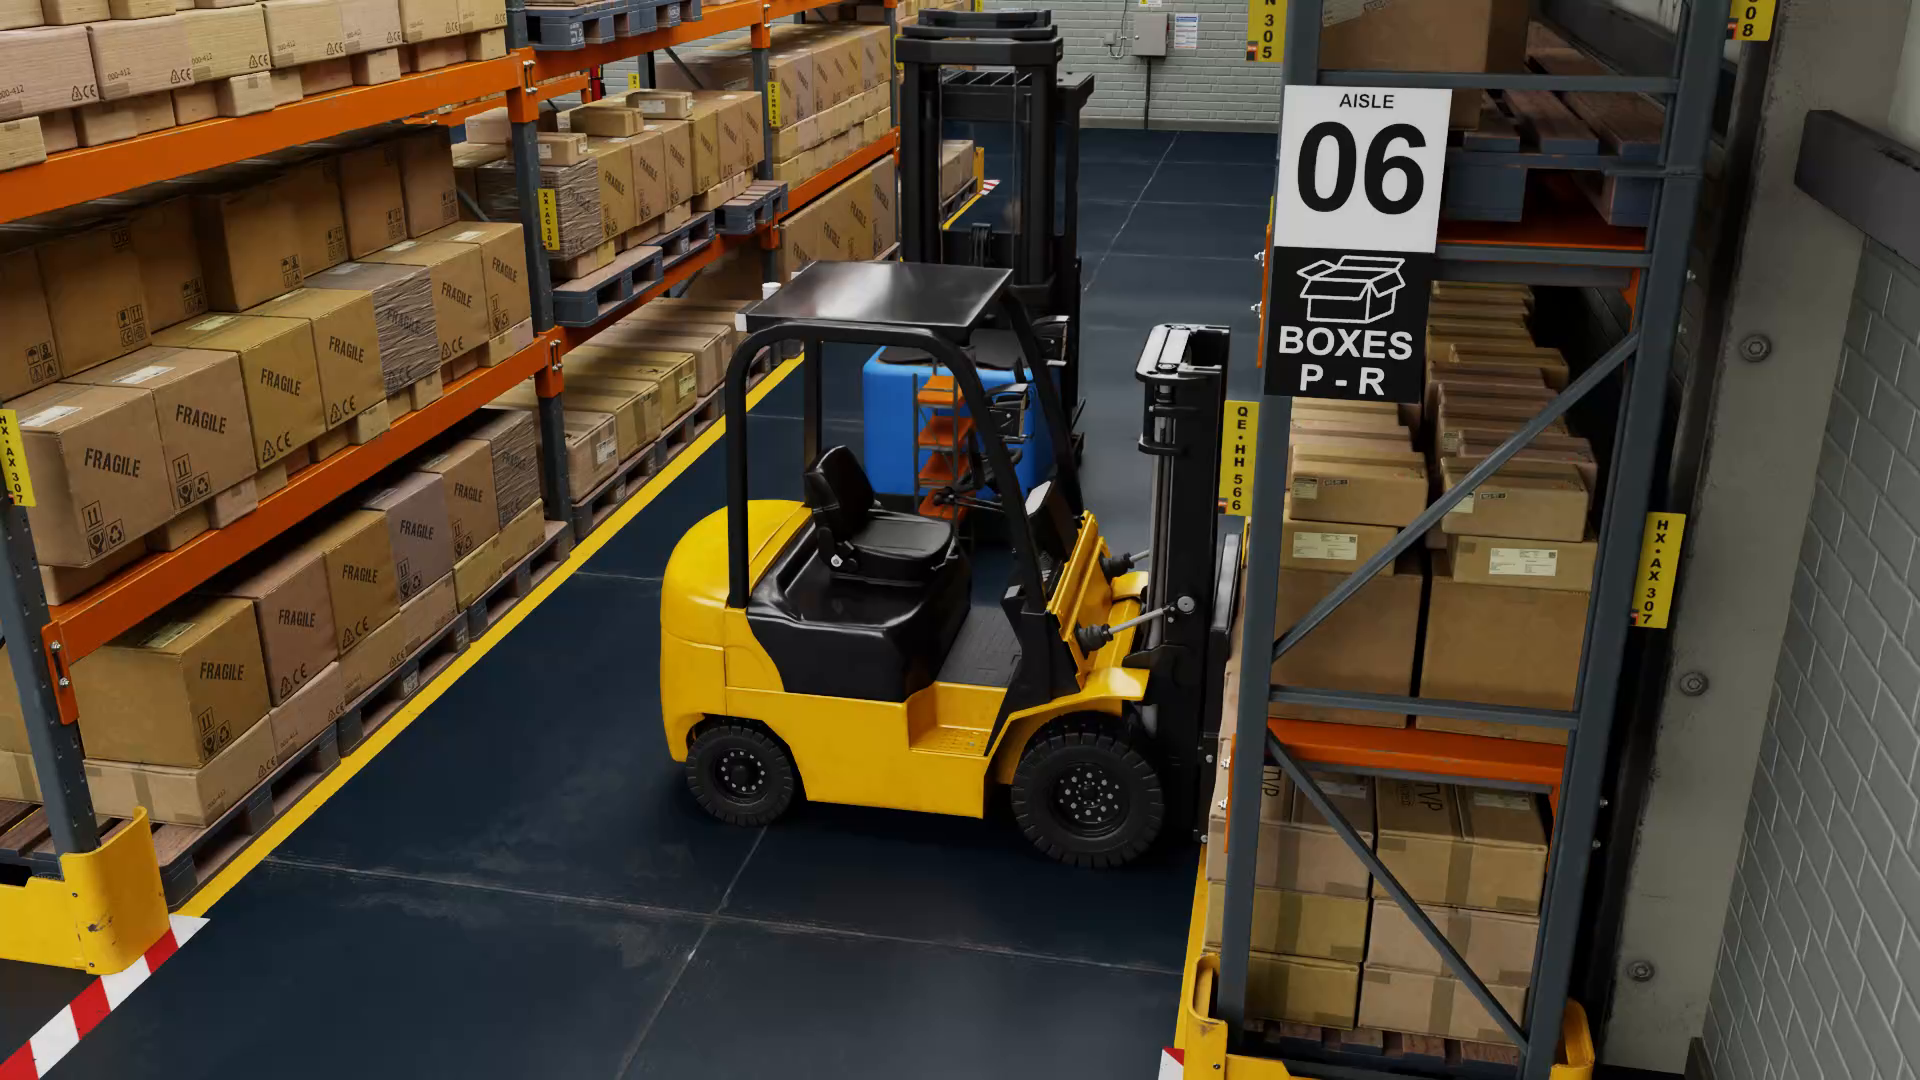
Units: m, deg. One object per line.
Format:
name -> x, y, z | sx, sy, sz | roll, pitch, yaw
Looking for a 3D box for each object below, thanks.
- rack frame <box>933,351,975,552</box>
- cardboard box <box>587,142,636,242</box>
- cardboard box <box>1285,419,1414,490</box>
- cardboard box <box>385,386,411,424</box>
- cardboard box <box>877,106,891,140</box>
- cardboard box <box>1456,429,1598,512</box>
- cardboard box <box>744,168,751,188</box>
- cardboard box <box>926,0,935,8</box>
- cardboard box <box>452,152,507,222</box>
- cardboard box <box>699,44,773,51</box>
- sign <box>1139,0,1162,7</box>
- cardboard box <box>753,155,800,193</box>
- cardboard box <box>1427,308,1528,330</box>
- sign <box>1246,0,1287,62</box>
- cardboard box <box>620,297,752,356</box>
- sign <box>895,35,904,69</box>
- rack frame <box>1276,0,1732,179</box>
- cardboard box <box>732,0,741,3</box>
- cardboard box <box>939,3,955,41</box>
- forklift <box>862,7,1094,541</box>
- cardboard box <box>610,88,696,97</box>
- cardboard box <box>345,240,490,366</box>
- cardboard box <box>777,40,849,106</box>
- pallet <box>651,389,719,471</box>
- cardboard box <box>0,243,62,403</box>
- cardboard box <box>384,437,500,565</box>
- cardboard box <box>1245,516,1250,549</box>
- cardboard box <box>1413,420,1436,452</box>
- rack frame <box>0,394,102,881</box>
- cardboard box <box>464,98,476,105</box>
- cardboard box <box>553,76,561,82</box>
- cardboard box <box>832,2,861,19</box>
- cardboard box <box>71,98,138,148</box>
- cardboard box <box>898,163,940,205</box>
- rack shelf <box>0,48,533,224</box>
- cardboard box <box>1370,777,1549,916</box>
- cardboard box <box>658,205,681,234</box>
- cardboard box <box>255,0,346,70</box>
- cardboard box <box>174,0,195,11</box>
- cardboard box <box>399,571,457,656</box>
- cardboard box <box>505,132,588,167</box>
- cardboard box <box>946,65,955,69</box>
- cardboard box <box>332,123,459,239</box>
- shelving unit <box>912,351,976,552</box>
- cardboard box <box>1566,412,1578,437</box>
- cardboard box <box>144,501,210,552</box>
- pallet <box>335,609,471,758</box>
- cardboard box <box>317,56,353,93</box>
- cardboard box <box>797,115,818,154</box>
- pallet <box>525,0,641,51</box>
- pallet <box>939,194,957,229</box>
rack frame -> -0.033, -0.497, 9.481 | 0.240, 1.200, 0.015 | 4, 22, 11
cardboard box -> -2.277, -2.078, 9.904 | 0.500, 0.500, 0.500 | 5, 22, 11
cardboard box -> 1.175, -0.251, 5.061 | 0.380, 0.149, 0.250 | 4, 22, 11
cardboard box -> -2.808, -0.646, 7.778 | 0.380, 0.149, 0.250 | 4, 22, 10
cardboard box -> -0.968, -4.039, 16.068 | 0.500, 0.250, 0.500 | 4, 22, 10
cardboard box -> 1.681, -0.210, 4.961 | 0.380, 0.149, 0.250 | 5, 23, 13
cardboard box -> -1.760, -2.666, 12.232 | 0.380, 0.149, 0.250 | 5, 22, 12
cardboard box -> -0.475, -5.754, 17.785 | 0.380, 0.149, 0.250 | 5, 22, 11
cardboard box -> -2.886, -1.932, 9.541 | 0.500, 0.500, 0.500 | 4, 22, 10
cardboard box -> -1.885, -3.918, 14.093 | 0.500, 0.500, 0.500 | 4, 22, 11
sign -> 2.836, -8.068, 24.766 | 0.339, 0.242, 0.001 | 4, 22, 11
cardboard box -> -1.593, -2.919, 13.287 | 0.500, 0.250, 0.500 | 4, 22, 10
cardboard box -> 1.960, -0.778, 6.371 | 0.380, 0.149, 0.250 | 5, 22, 12
sign -> 0.760, -1.338, 4.066 | 0.100, 0.325, 0.005 | 4, 22, 11
cardboard box -> -2.064, -1.599, 12.764 | 0.950, 0.372, 0.625 | 3, 22, 7
sign -> -0.590, -4.754, 16.200 | 0.100, 0.325, 0.005 | 4, 22, 11
rack frame -> 1.288, -2.309, 3.541 | 1.000, 3.000, 0.127 | 4, 22, 11
cardboard box -> -1.798, -3.973, 12.023 | 0.380, 0.149, 0.250 | 4, 22, 11
cardboard box -> -0.354, -5.696, 18.510 | 0.500, 0.500, 0.500 | 4, 22, 11
forklift -> 0.227, -1.866, 10.562 | 1.130, 2.935, 3.031 | 4, 22, 11
cardboard box -> -2.258, -3.061, 12.345 | 0.500, 0.500, 0.500 | 4, 22, 9
cardboard box -> -2.701, -1.180, 8.237 | 0.500, 0.500, 0.500 | 5, 23, 13
cardboard box -> -1.280, -4.055, 14.435 | 0.500, 0.500, 0.500 | 5, 22, 12
pallet -> -2.351, -0.805, 11.570 | 1.003, 0.211, 1.213 | 4, 22, 11
cardboard box -> -3.681, -0.755, 5.842 | 0.700, 0.500, 0.500 | 4, 22, 10
cardboard box -> -2.716, -0.210, 8.475 | 0.500, 0.500, 0.500 | 5, 22, 12
cardboard box -> 1.584, -0.033, 7.700 | 0.500, 0.250, 0.500 | 4, 22, 11
cardboard box -> 1.844, -0.109, 5.975 | 0.500, 0.500, 0.500 | 4, 22, 10
rack frame -> -3.572, 0.097, 5.598 | 1.000, 3.000, 0.127 | 4, 22, 11
cardboard box -> -5.567, -4.895, 18.329 | 0.380, 0.149, 0.250 | 3, 22, 9
cardboard box -> -5.087, -5.657, 20.221 | 0.380, 0.149, 0.250 | 4, 22, 10
cardboard box -> -1.212, -5.328, 16.727 | 0.380, 0.149, 0.250 | 5, 22, 12
cardboard box -> -3.133, -1.472, 5.814 | 0.380, 0.149, 0.250 | 5, 22, 12
cardboard box -> -0.708, -3.847, 18.258 | 0.875, 0.438, 0.875 | 4, 22, 9
rack shelf -> -3.164, -1.692, 6.988 | 1.077, 0.370, 4.000 | 4, 22, 11
cardboard box -> 1.572, 0.929, 5.311 | 0.500, 0.250, 0.500 | 4, 22, 10
cardboard box -> -2.040, -2.097, 10.819 | 0.380, 0.149, 0.250 | 5, 23, 13
cardboard box -> -2.891, -2.087, 6.807 | 0.500, 0.250, 0.500 | 5, 22, 12
cardboard box -> -3.071, -2.026, 6.124 | 0.380, 0.149, 0.250 | 4, 22, 11
cardboard box -> -2.820, 0.332, 8.131 | 0.500, 0.250, 0.500 | 5, 22, 12
cardboard box -> -2.313, -2.191, 9.317 | 0.380, 0.149, 0.250 | 4, 22, 11
cardboard box -> -0.359, -5.233, 18.699 | 0.500, 0.500, 0.500 | 5, 22, 12
cardboard box -> -3.058, -1.870, 8.611 | 0.700, 0.500, 0.500 | 4, 22, 10
shelving unit -> -0.082, -0.407, 9.259 | 0.258, 1.200, 0.503 | 4, 22, 11
cardboard box -> 1.892, -0.344, 5.690 | 0.380, 0.149, 0.250 | 5, 22, 11
cardboard box -> -3.129, -0.079, 6.372 | 0.380, 0.149, 0.250 | 4, 22, 9
pallet -> -3.105, 0.623, 8.023 | 1.003, 0.211, 1.213 | 4, 22, 11
cardboard box -> -2.881, -2.039, 7.221 | 0.380, 0.149, 0.250 | 5, 22, 12
cardboard box -> -1.488, -3.347, 13.680 | 0.500, 0.250, 0.500 | 5, 22, 12
pallet -> -2.525, -2.888, 9.245 | 1.213, 0.211, 1.003 | 4, 22, 11
pallet -> -0.645, -3.718, 18.803 | 1.003, 0.211, 1.213 | 4, 22, 11
